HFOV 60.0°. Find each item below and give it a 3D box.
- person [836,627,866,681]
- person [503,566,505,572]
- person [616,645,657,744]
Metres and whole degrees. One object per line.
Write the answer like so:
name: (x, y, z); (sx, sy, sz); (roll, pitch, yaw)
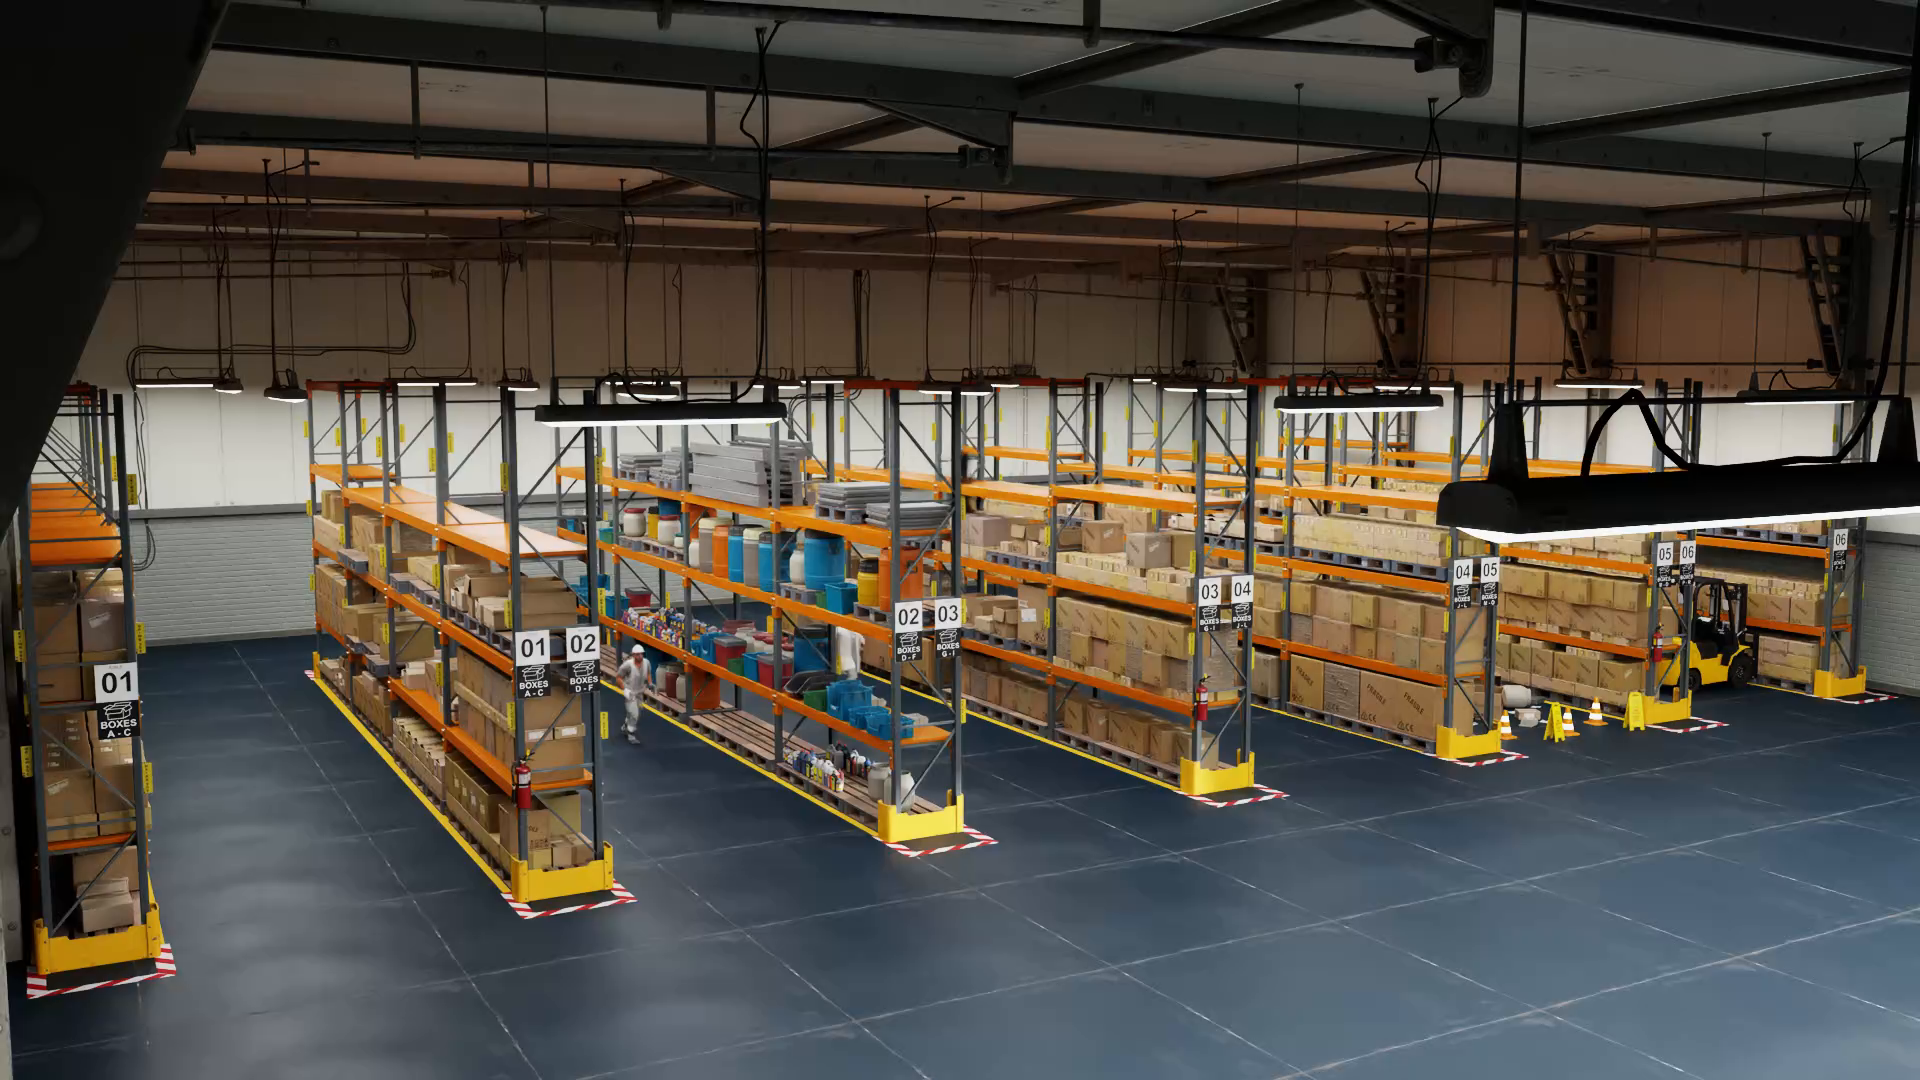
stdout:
person: (-2.021, 2.218, 30.444); (0.695, 1.790, 0.764); (-5, 8, -40)
person: (-10.554, 1.358, 38.569); (0.863, 1.784, 0.661); (-2, 6, -21)
person: (-5.456, 2.545, 27.729); (0.884, 1.700, 0.678); (5, 8, 37)
